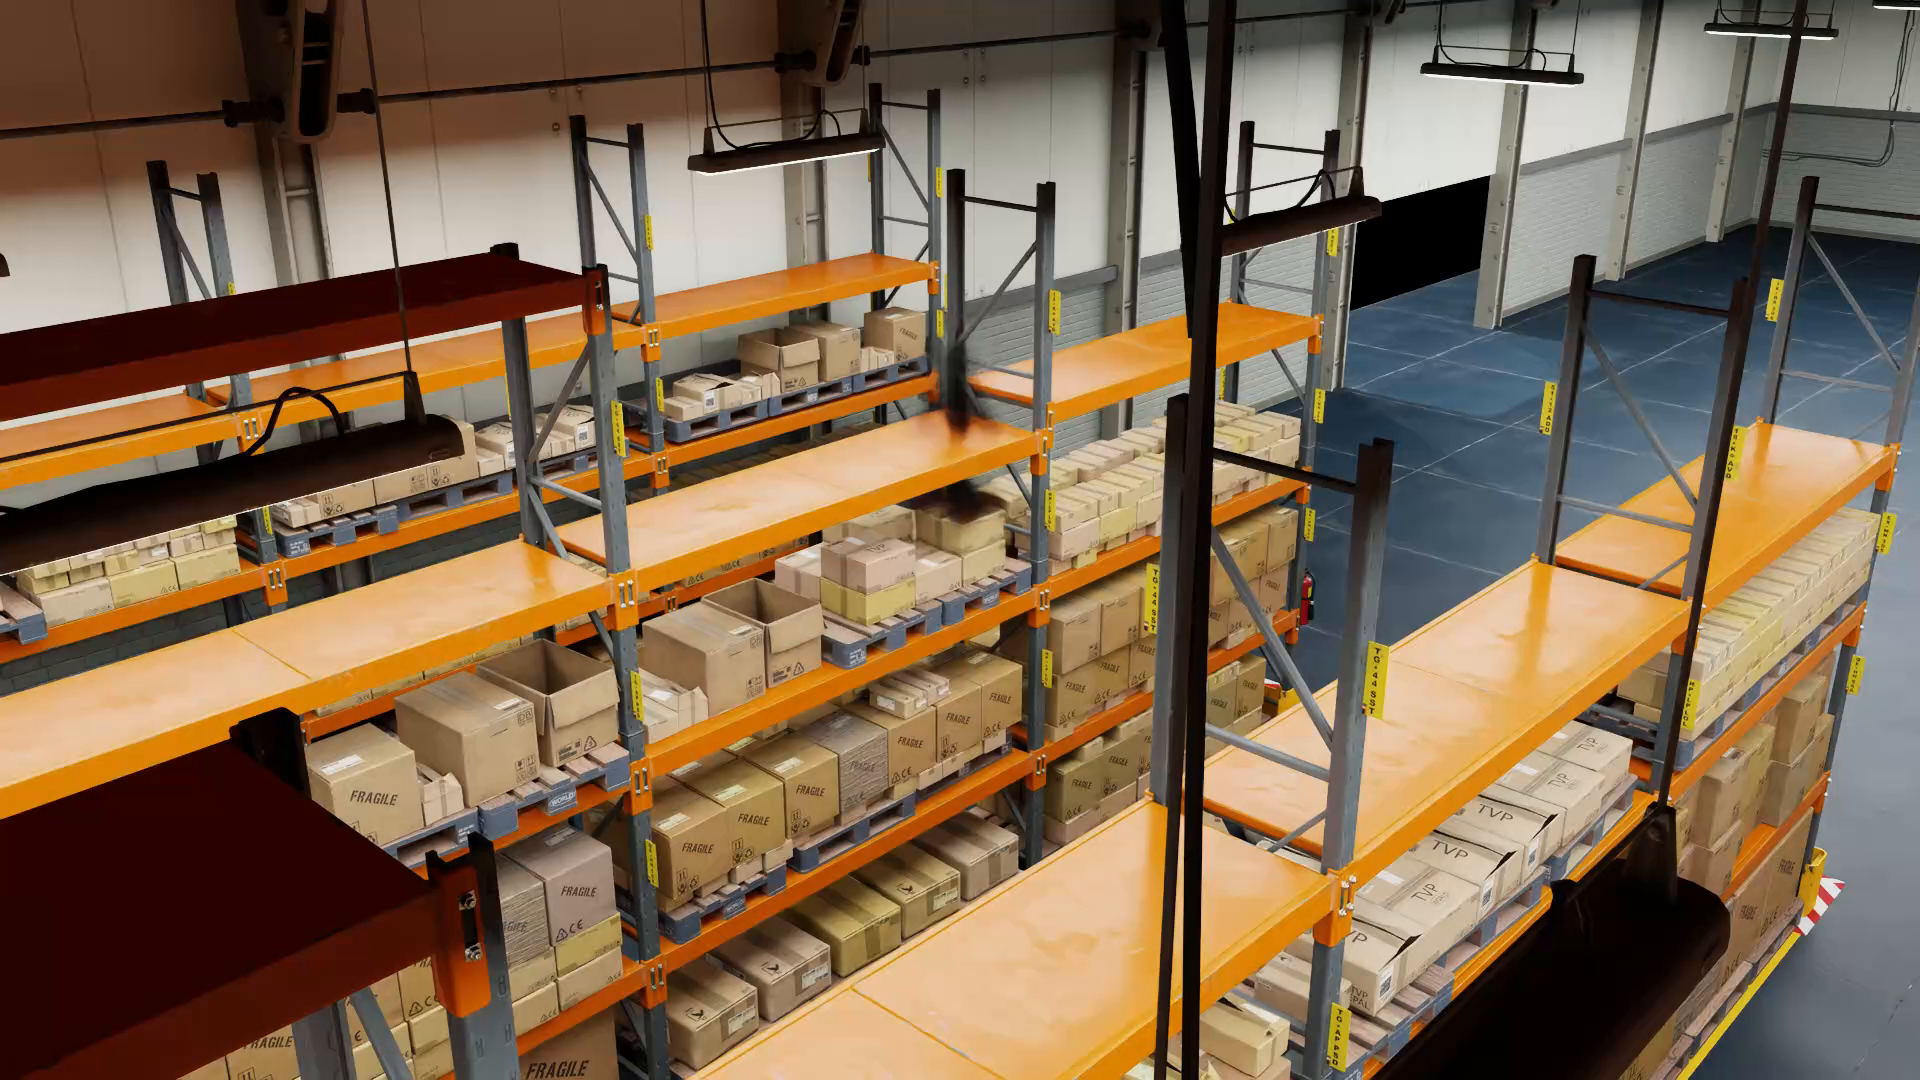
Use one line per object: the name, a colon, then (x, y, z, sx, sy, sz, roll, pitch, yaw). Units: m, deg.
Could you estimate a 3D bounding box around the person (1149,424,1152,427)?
person: (2.826, -1.065, 22.445, 0.809, 1.628, 0.589, -19, 28, -40)
